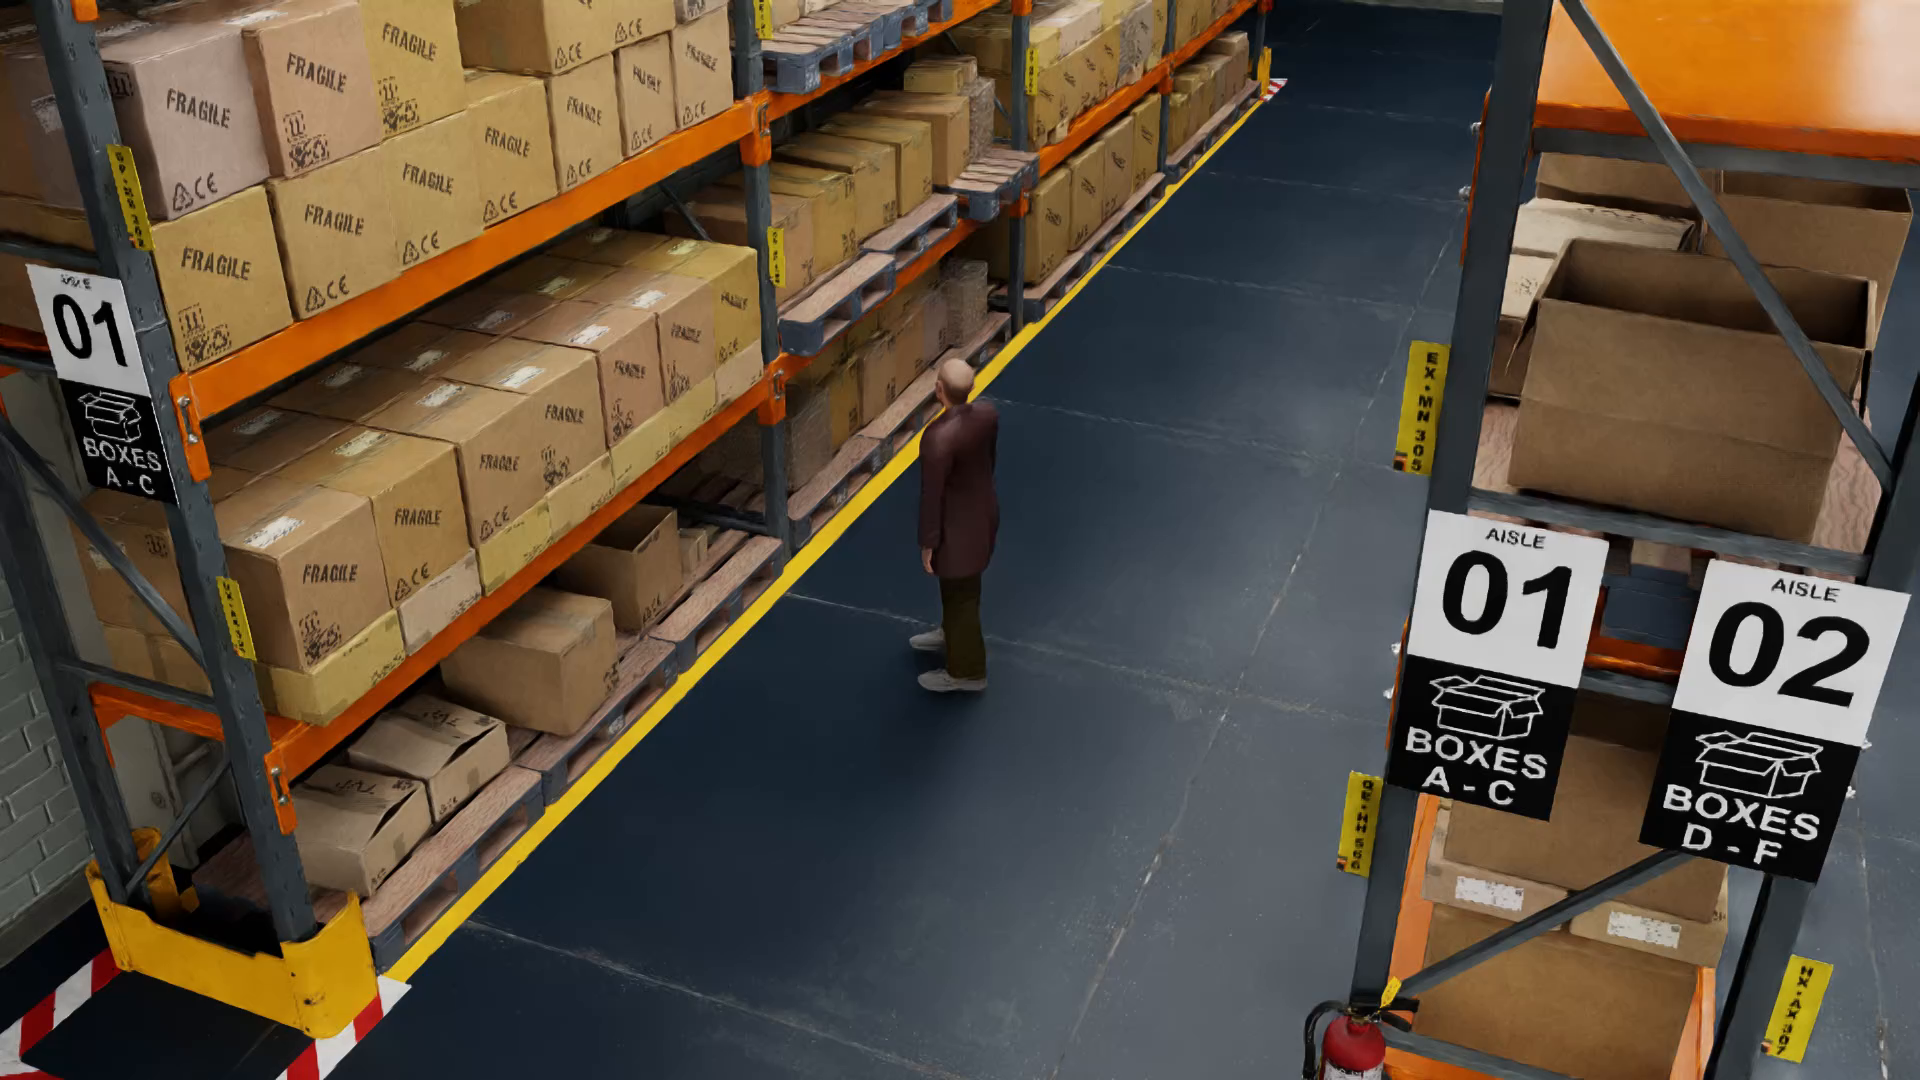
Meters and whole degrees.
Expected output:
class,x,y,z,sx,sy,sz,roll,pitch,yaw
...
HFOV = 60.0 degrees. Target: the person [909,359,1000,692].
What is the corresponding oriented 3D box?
class,x,y,z,sx,sy,sz,roll,pitch,yaw
person,-0.038,-0.048,8.564,0.566,1.685,0.663,17,34,28
